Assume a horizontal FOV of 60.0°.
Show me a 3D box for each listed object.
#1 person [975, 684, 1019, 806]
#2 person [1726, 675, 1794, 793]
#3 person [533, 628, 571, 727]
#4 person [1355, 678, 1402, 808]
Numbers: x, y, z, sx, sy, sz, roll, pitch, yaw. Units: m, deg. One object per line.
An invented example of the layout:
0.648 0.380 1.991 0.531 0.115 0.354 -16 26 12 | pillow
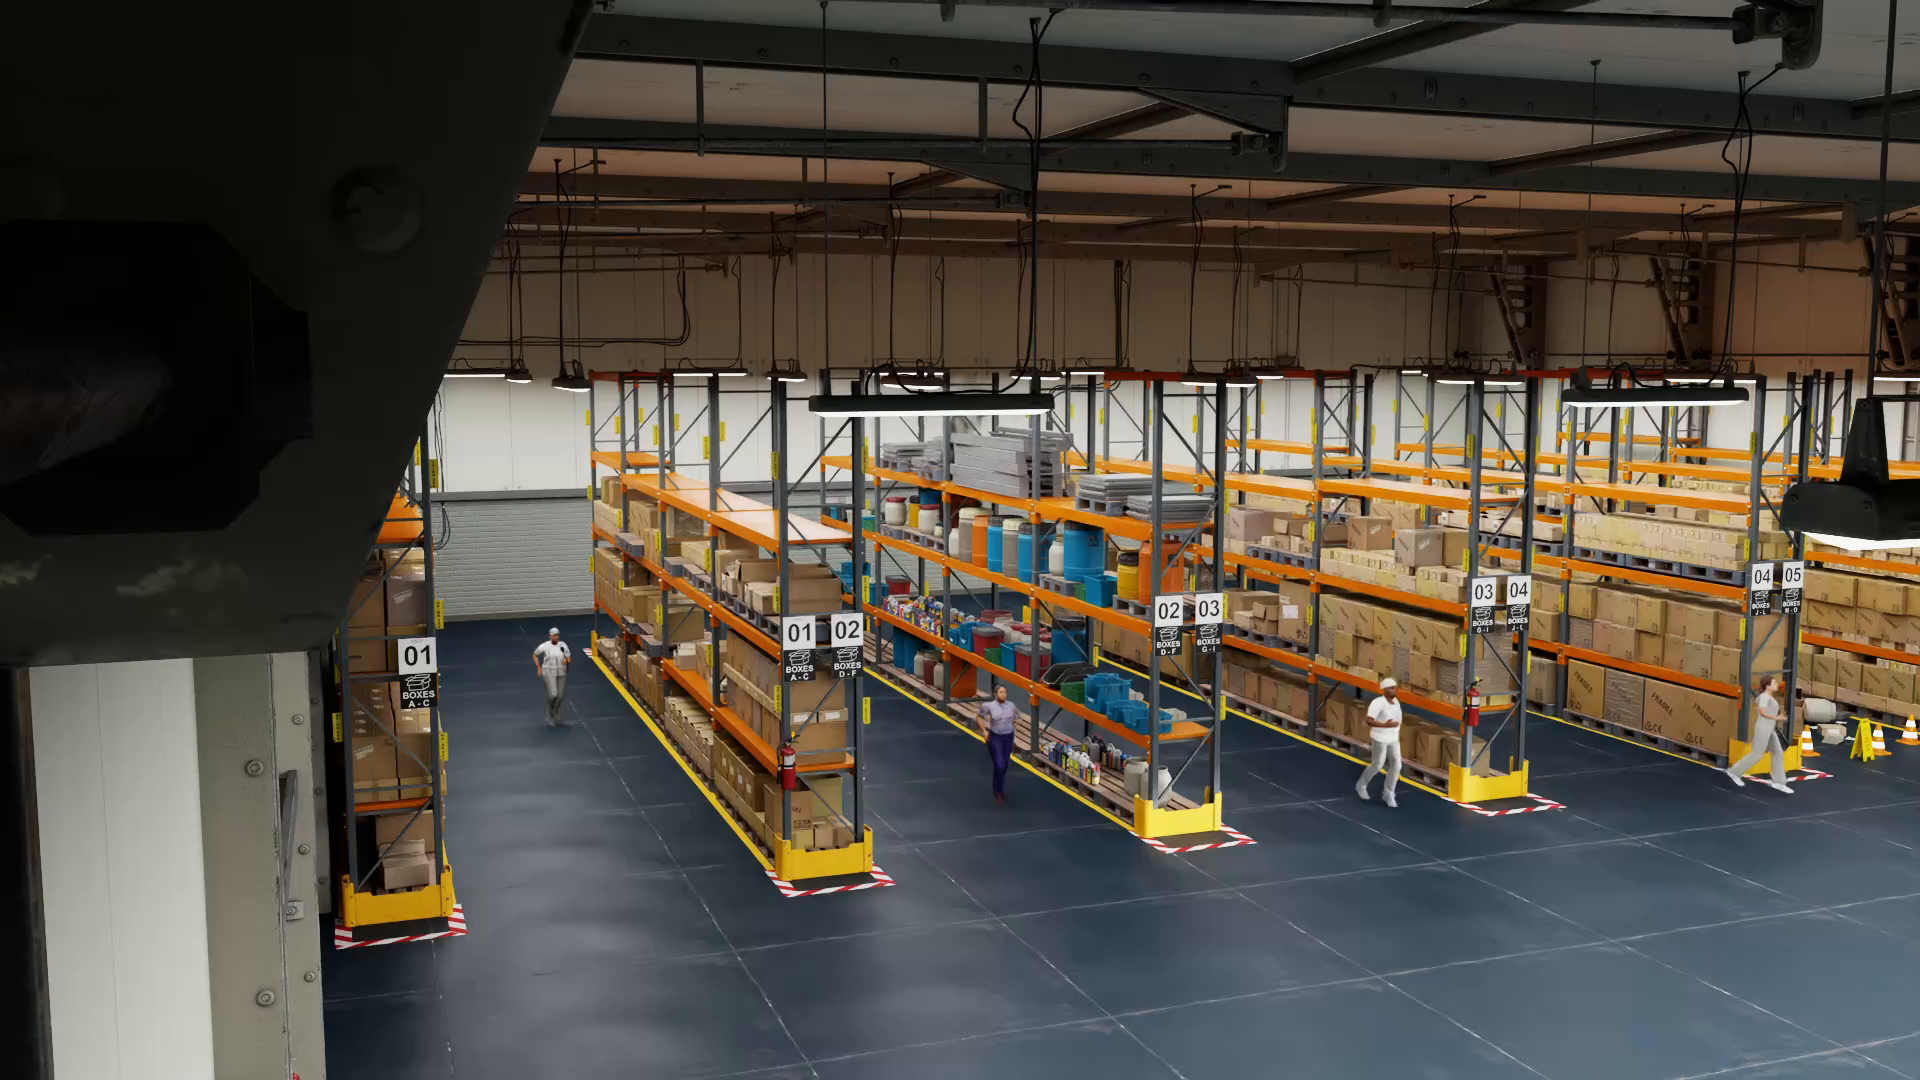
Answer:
0.573 2.897 23.613 0.587 1.711 0.682 -3 7 -26 | person
11.693 2.791 24.186 0.907 1.668 0.594 4 8 34 | person
-6.932 2.344 28.433 0.574 1.697 0.701 -4 8 -34 | person
5.965 2.855 23.488 0.708 1.848 0.714 -5 8 -35 | person
